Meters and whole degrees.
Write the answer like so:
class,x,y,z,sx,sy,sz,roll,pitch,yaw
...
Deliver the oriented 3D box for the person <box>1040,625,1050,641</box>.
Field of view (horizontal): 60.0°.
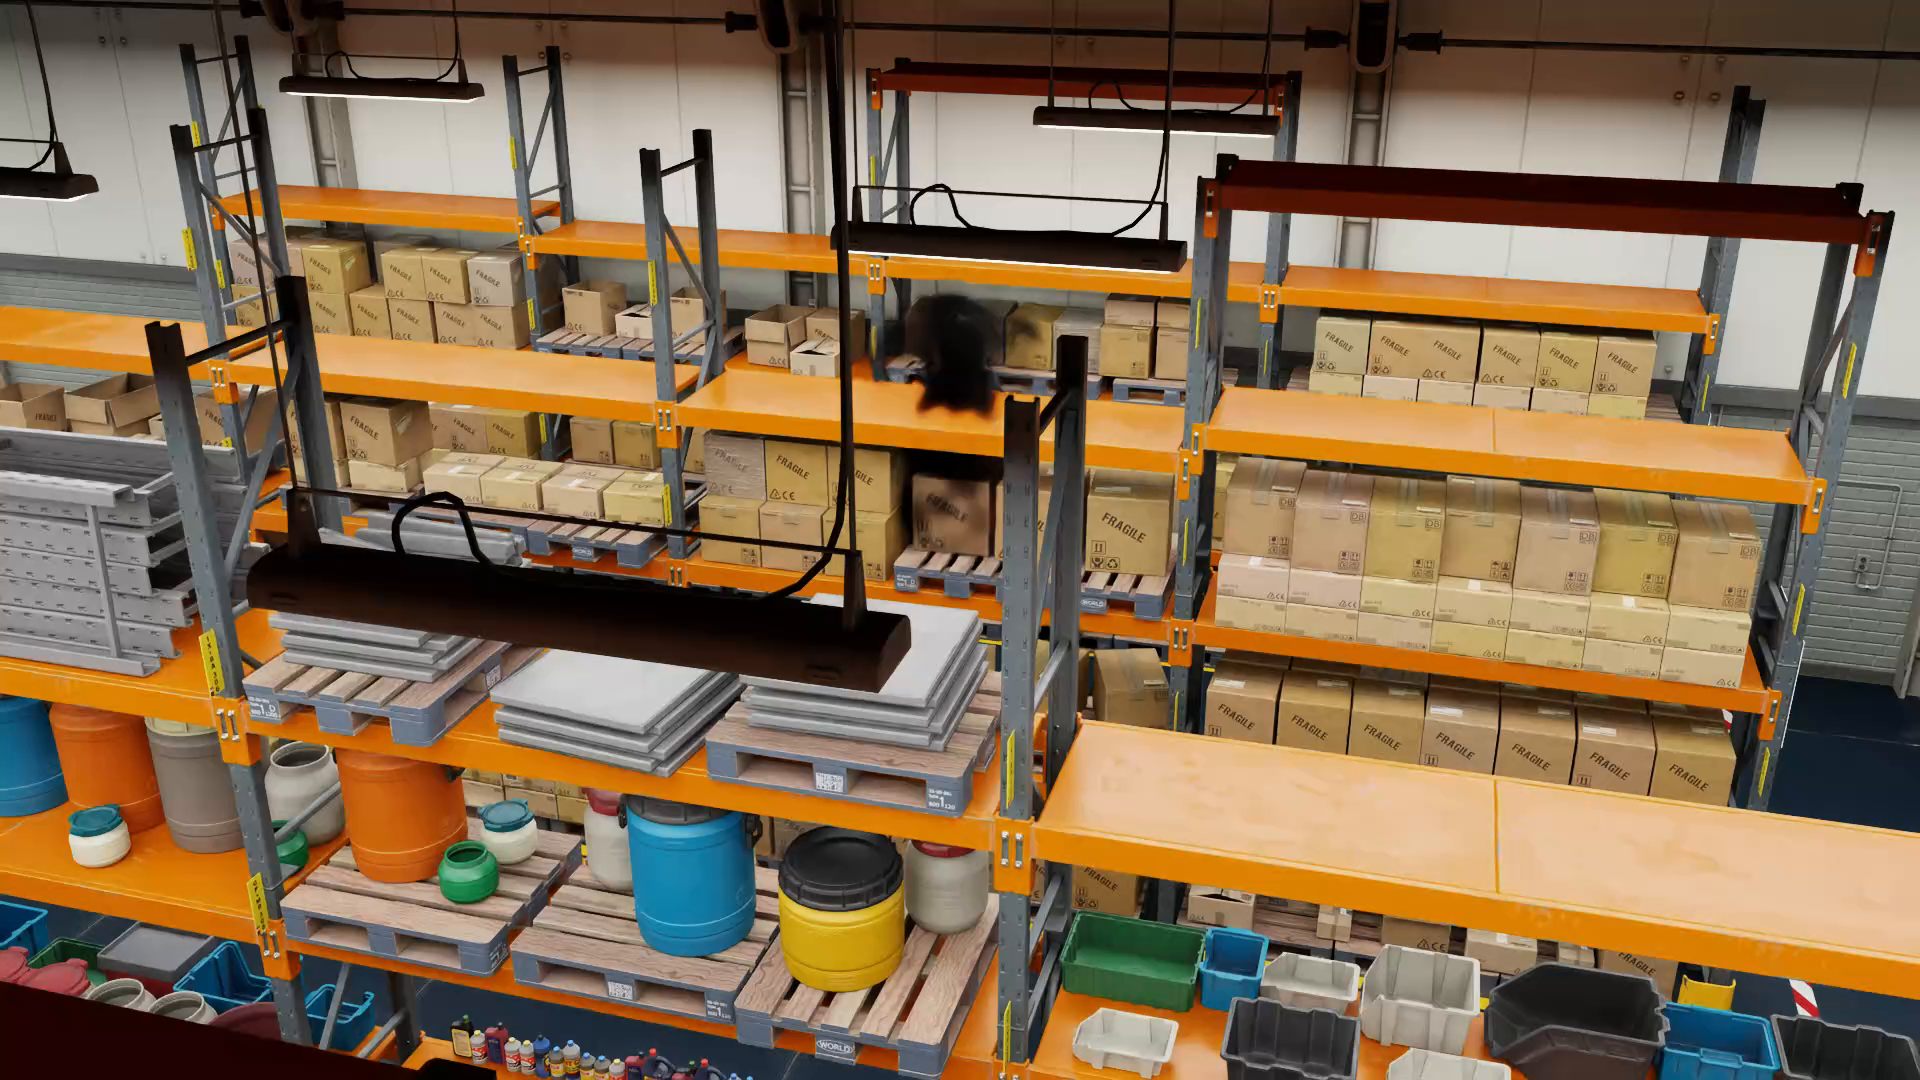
class,x,y,z,sx,sy,sz,roll,pitch,yaw
person,0.895,0.942,16.414,0.791,1.622,0.650,-1,23,-2
